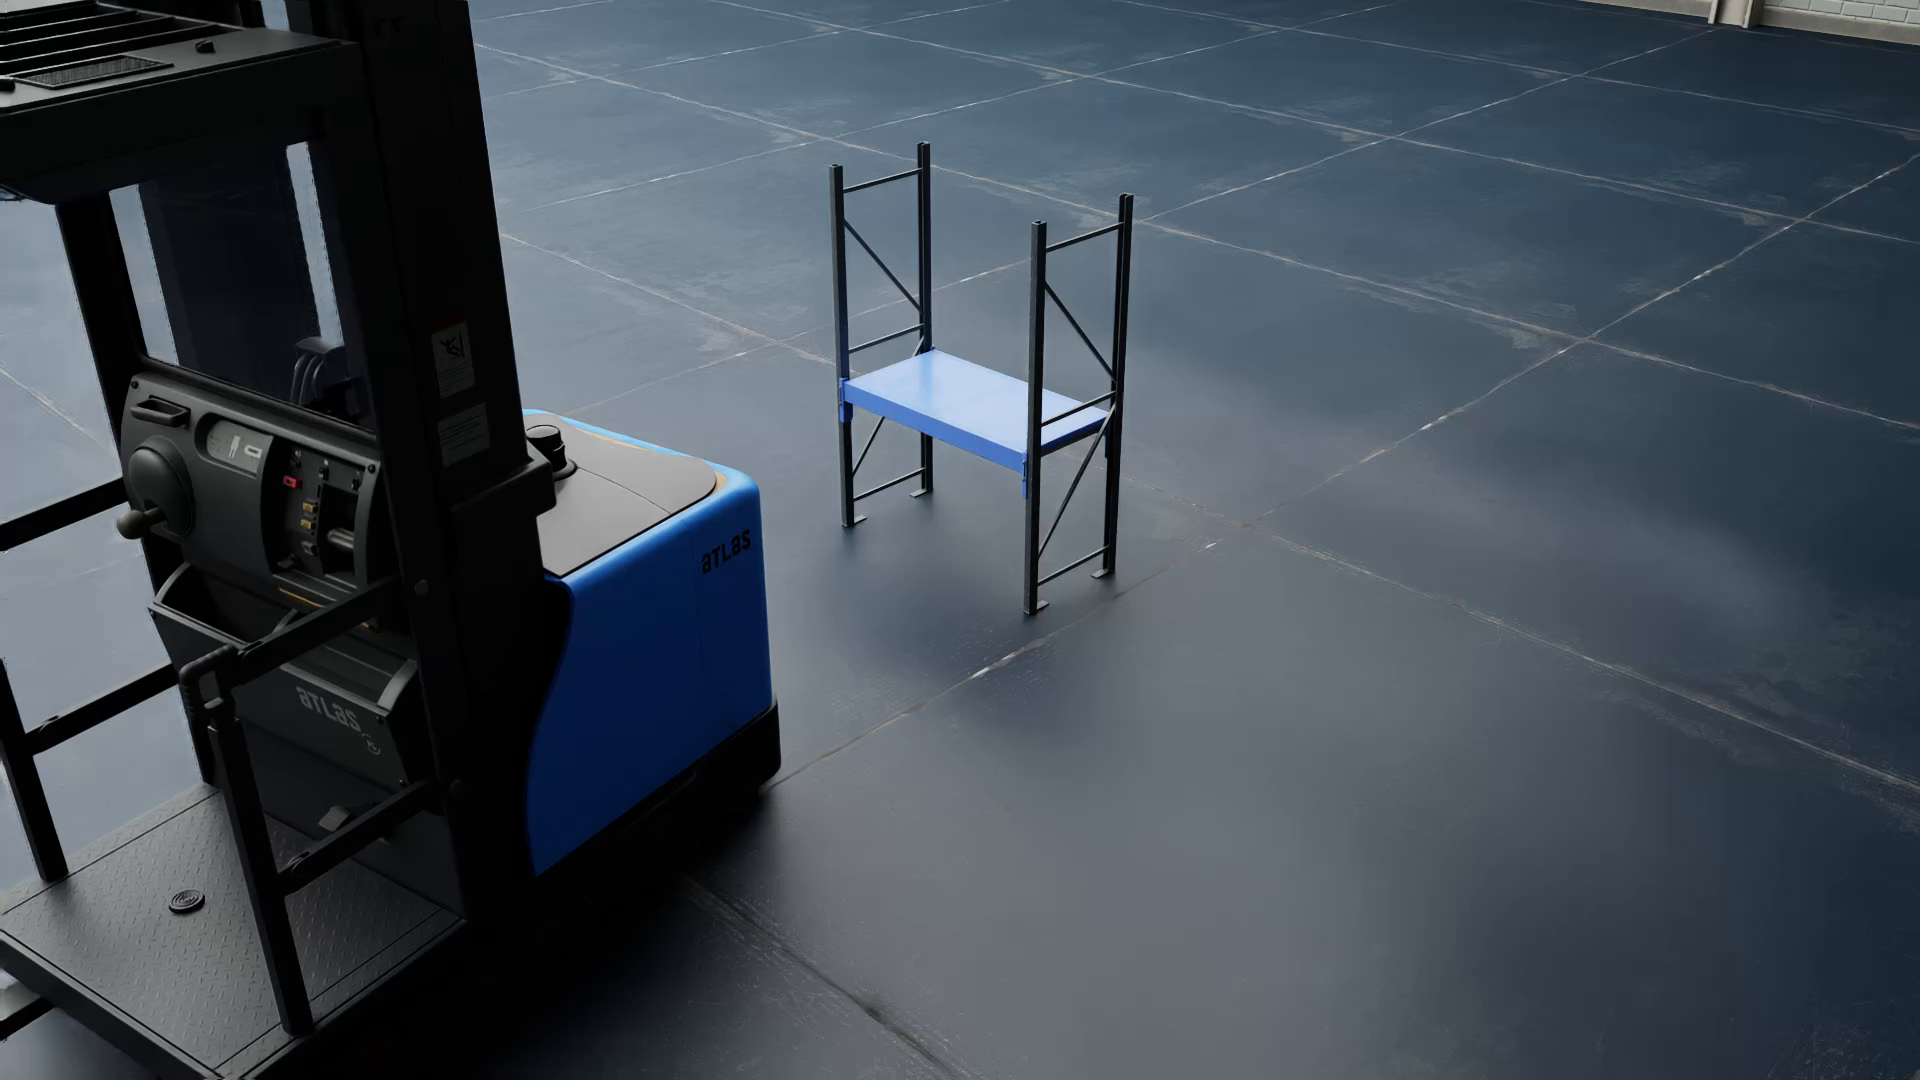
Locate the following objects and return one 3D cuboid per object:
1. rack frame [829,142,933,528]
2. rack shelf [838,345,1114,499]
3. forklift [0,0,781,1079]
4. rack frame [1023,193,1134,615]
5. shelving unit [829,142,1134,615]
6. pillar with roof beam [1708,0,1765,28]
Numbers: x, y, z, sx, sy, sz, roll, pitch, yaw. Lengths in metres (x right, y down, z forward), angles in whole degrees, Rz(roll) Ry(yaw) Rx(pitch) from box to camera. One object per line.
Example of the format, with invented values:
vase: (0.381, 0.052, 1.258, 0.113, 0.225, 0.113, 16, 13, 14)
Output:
rack frame: (-0.302, -0.802, 6.663, 0.032, 1.500, 0.500, 25, 36, 38)
rack shelf: (0.061, -0.477, 6.432, 1.000, 0.185, 0.538, 25, 36, 38)
forklift: (-1.795, -0.085, 3.762, 1.130, 2.935, 3.031, 17, 32, 29)
rack frame: (0.423, -0.470, 6.033, 0.032, 1.500, 0.500, 25, 36, 38)
shelving unit: (0.061, -0.636, 6.348, 1.048, 1.500, 0.538, 25, 36, 38)
pillar with roof beam: (4.662, -7.682, 11.690, 0.400, 9.000, 9.100, 25, 36, 38)
